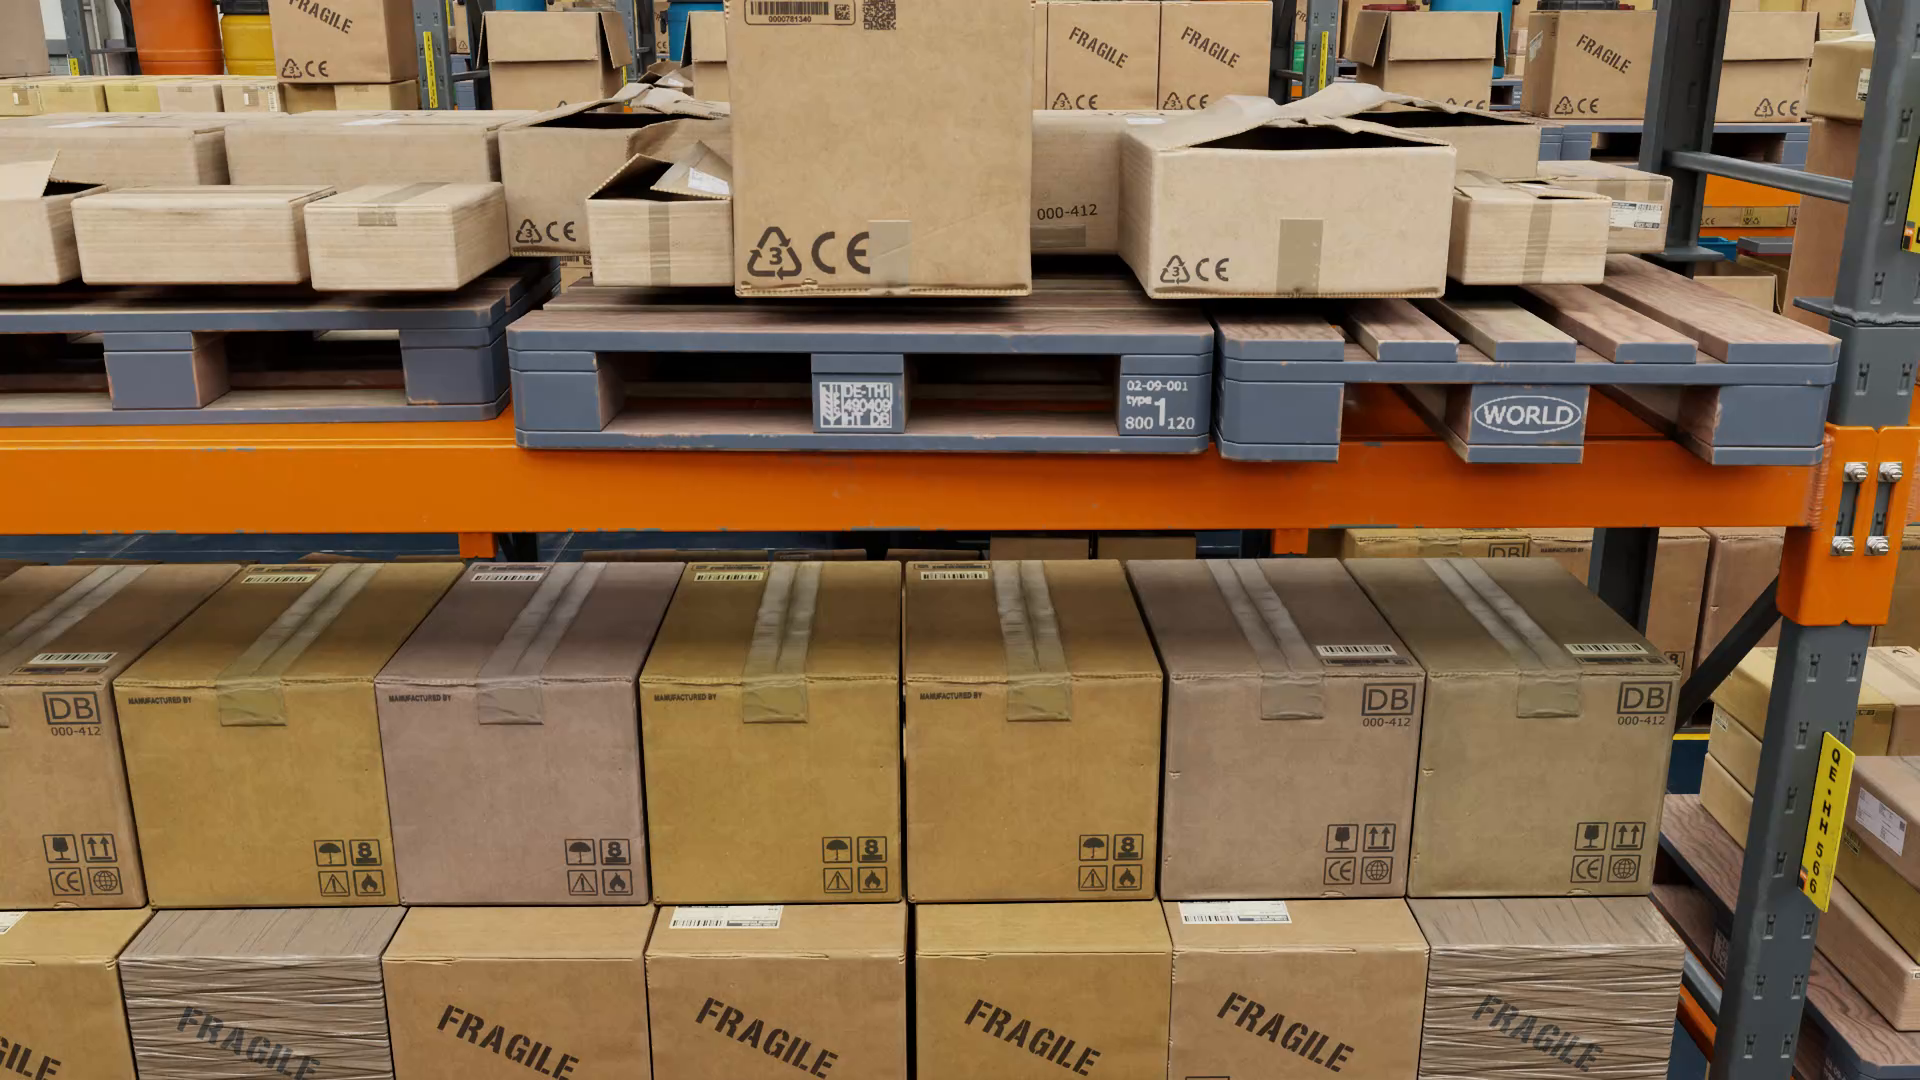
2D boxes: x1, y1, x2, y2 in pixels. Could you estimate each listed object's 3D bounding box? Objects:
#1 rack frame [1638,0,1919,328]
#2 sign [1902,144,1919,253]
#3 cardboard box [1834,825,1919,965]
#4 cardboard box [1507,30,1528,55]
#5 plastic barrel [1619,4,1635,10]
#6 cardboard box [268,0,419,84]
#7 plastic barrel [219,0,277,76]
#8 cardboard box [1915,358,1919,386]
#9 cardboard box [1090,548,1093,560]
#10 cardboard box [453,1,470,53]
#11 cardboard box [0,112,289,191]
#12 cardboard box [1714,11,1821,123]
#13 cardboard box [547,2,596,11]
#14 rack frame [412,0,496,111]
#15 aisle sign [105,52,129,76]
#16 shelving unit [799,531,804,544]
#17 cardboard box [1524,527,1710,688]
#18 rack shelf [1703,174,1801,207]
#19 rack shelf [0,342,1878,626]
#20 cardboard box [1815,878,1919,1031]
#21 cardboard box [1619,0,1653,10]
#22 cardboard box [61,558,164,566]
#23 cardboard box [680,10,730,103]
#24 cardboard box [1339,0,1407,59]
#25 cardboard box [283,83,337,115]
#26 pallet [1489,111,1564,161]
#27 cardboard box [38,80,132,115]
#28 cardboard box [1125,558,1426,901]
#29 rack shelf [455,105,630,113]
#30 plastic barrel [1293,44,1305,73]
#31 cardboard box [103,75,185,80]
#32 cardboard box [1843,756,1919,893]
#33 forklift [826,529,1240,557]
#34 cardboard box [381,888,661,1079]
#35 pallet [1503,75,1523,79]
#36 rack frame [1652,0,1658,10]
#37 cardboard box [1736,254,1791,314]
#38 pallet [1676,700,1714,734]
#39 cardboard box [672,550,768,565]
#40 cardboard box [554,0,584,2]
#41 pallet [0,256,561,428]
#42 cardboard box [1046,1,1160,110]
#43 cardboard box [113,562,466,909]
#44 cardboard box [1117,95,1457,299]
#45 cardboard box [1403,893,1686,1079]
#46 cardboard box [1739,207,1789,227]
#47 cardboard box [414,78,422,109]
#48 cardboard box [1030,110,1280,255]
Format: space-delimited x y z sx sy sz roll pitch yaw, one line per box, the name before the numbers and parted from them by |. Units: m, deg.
rack frame | 1.601 -1.948 2.888 0.127 3.000 1.000 0 18 -1
sign | 1.602 -0.634 2.727 0.005 0.325 0.100 0 18 -1
cardboard box | 2.088 0.746 3.549 0.250 0.149 0.380 1 18 2
cardboard box | 5.961 -5.173 17.279 0.500 0.250 0.500 0 18 -1
plastic barrel | 5.015 -3.906 12.992 0.433 0.535 0.433 0 18 0
cardboard box | -2.821 -2.363 7.623 0.500 0.500 0.500 -1 18 -2
plastic barrel | -5.315 -3.843 12.711 0.600 0.588 0.600 0 18 0
cardboard box | 2.177 -0.489 3.086 0.500 0.500 0.500 0 18 -1
cardboard box | 0.955 0.383 8.814 0.500 0.500 0.700 -1 18 -4
cardboard box | -4.863 -5.261 17.045 0.500 0.500 0.500 0 18 -1
cardboard box | -1.694 -0.729 3.392 0.500 0.250 0.500 0 18 0
cardboard box | 3.666 -2.301 8.041 0.637 0.503 0.797 -1 18 -2
cardboard box | -4.177 -5.388 17.436 0.637 0.503 0.797 2 18 5
rack frame | -2.375 -3.444 7.552 0.127 3.000 1.000 0 18 -1
aisle sign | -6.530 -3.409 13.008 0.004 0.787 0.394 0 18 -1
shelving unit | -1.001 -0.436 11.435 0.210 0.900 0.258 0 18 1
cardboard box | 3.206 0.206 8.785 0.875 0.875 1.225 0 18 -1
rack shelf | 3.624 -1.702 8.210 4.000 0.370 1.077 0 18 -1
rack shelf | -0.398 -0.167 3.426 4.000 0.370 1.077 0 18 -1
cardboard box | 2.052 0.888 3.593 0.250 0.149 0.380 -1 18 -2
cardboard box | 6.959 -5.581 17.323 0.500 0.500 0.700 0 18 -1
cardboard box | -4.527 0.414 8.752 0.500 0.500 0.500 1 18 4
cardboard box | -0.962 -2.242 7.858 0.637 0.503 0.797 0 18 1
cardboard box | 4.298 -5.385 17.498 0.600 0.600 0.600 0 18 -1
cardboard box | -2.964 -2.071 7.775 0.250 0.149 0.380 0 18 0
pallet | 2.267 -1.964 8.159 1.003 0.211 1.213 1 18 2
cardboard box | -4.013 -2.036 7.667 0.250 0.149 0.380 1 18 2
cardboard box | 0.647 0.387 3.630 0.500 0.500 0.700 -1 18 -2
rack shelf | -4.453 -3.176 12.805 4.000 0.370 1.077 0 18 -1
plastic barrel | 2.609 -3.609 12.542 0.294 0.245 0.294 0 18 0
cardboard box | -4.008 -2.209 8.205 0.250 0.149 0.380 -1 18 -2
cardboard box | 2.071 0.602 3.510 0.250 0.149 0.380 0 18 -1
forklift | 0.627 -1.392 11.088 3.031 2.935 1.130 0 18 1
cardboard box | -0.863 0.956 3.494 0.500 0.500 0.500 0 18 -1
pallet | 4.763 -3.443 12.770 1.003 0.211 1.213 0 18 -1
rack frame | 5.546 -4.995 12.388 0.127 3.000 1.000 0 18 -1
cardboard box | 4.299 -1.146 8.403 0.637 0.503 0.797 0 18 0
pallet | 3.631 0.735 8.910 1.213 0.211 1.003 0 18 -1
cardboard box | -1.284 0.400 8.761 0.500 0.500 0.700 0 18 -1
cardboard box | -5.206 -6.989 21.679 0.500 0.500 0.500 0 18 1
pallet | -1.482 -0.429 3.376 1.217 0.209 0.805 -1 18 -3
cardboard box | 0.639 -2.236 7.715 0.500 0.500 0.500 0 18 -1
cardboard box | -1.387 0.397 3.599 0.500 0.500 0.700 -1 18 -2
cardboard box | 0.561 -0.628 2.979 0.500 0.311 0.500 0 18 -1
cardboard box | 1.155 0.945 3.527 0.500 0.500 0.500 0 18 -1
cardboard box | 8.508 -3.630 17.788 0.500 0.500 0.500 0 18 0
cardboard box | -2.705 -2.227 8.260 0.250 0.149 0.380 -1 18 -2
cardboard box | 0.373 -0.757 3.481 0.500 0.250 0.500 0 18 1
